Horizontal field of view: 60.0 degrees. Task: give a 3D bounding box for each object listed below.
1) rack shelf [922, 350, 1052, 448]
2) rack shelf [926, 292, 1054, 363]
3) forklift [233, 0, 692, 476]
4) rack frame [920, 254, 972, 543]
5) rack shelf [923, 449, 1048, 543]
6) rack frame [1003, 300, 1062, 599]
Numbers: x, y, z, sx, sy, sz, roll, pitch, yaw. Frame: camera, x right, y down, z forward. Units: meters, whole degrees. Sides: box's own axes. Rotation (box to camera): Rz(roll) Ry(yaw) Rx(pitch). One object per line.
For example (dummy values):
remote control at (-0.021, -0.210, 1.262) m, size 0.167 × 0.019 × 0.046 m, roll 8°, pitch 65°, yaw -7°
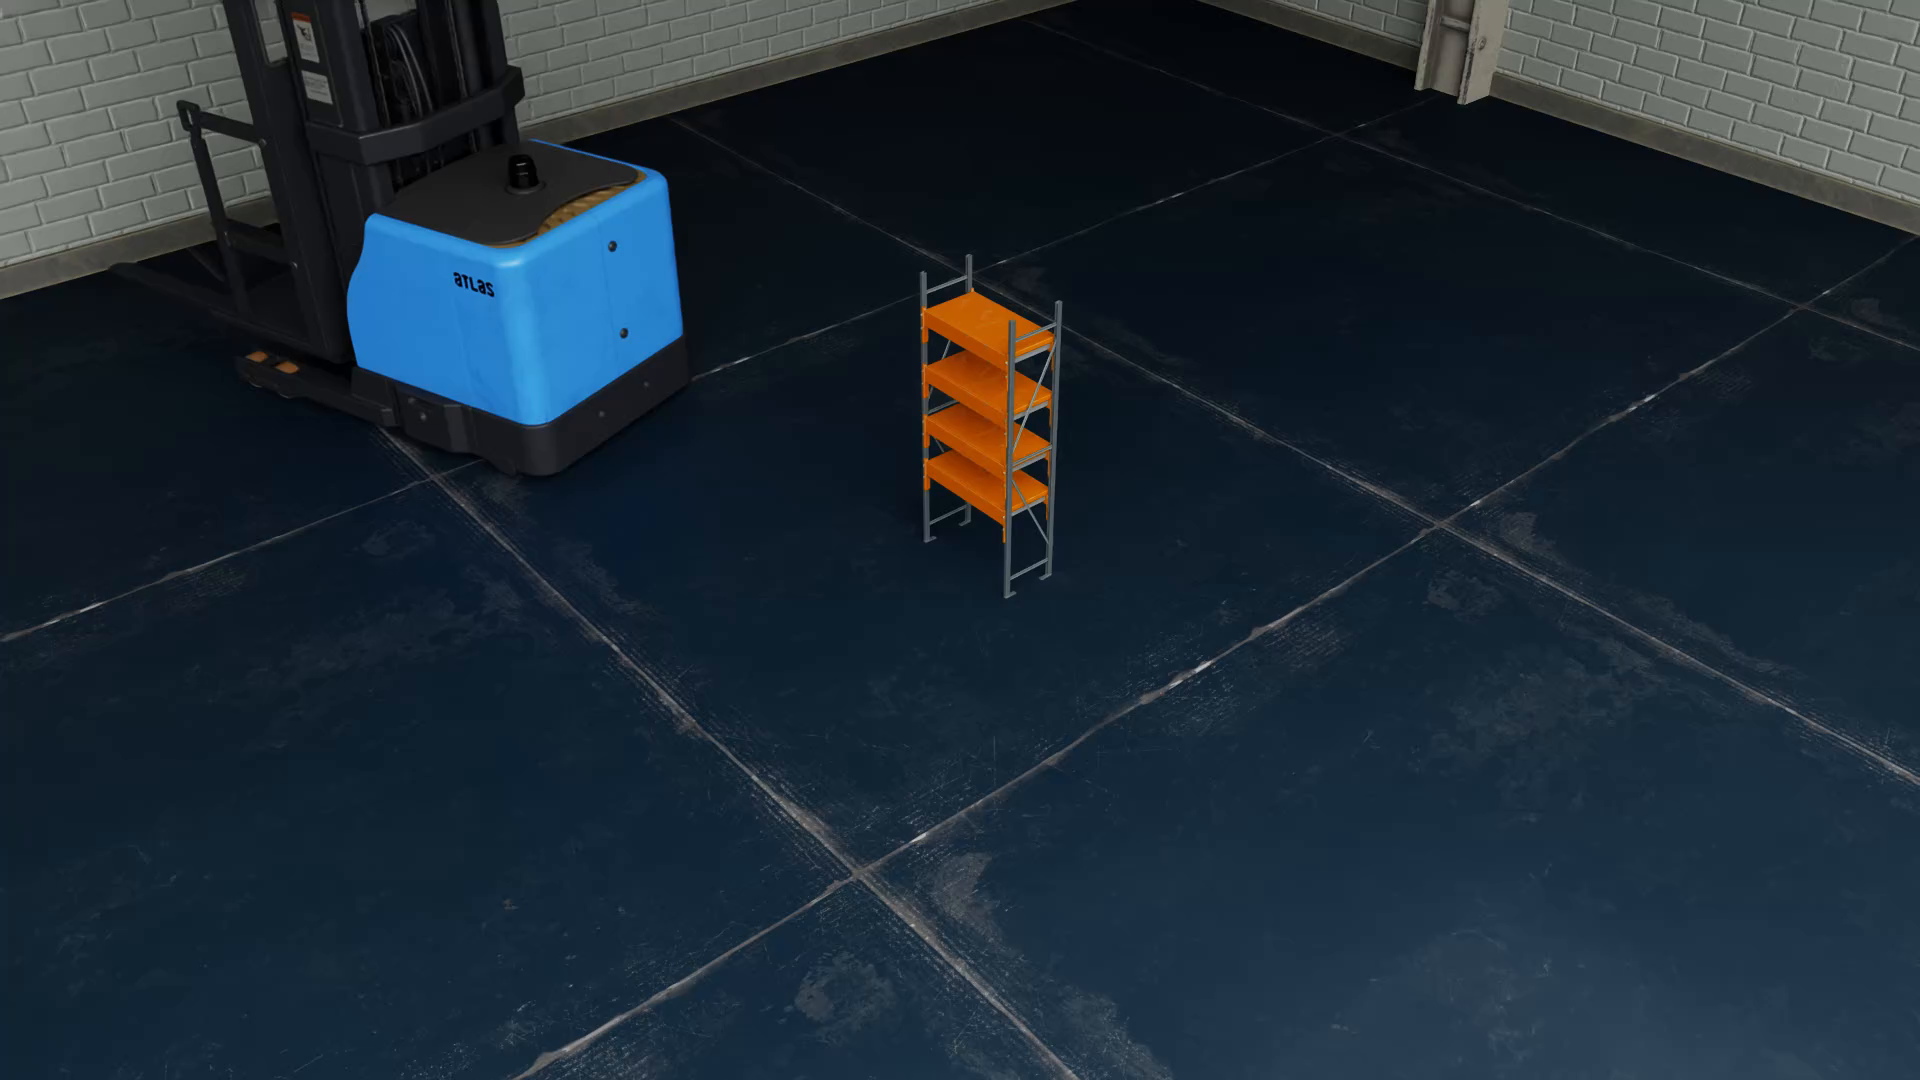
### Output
rack shelf at (0.107, -0.544, 6.210) m, size 0.258 × 0.148 × 0.480 m, roll -26°, pitch 43°, yaw -32°
rack shelf at (0.107, -0.769, 6.050) m, size 0.221 × 0.050 × 0.457 m, roll -26°, pitch 43°, yaw -32°
forklift at (-2.298, -1.904, 6.958) m, size 1.939 × 2.867 × 1.129 m, roll 19°, pitch 39°, yaw 25°
rack frame at (-0.051, -0.524, 6.452) m, size 0.240 × 1.200 × 0.015 m, roll -26°, pitch 43°, yaw -32°
rack shelf at (0.107, -0.200, 6.454) m, size 0.258 × 0.148 × 0.480 m, roll -26°, pitch 43°, yaw -32°
rack frame at (0.264, -0.309, 6.148) m, size 0.240 × 1.200 × 0.015 m, roll -26°, pitch 43°, yaw -32°
